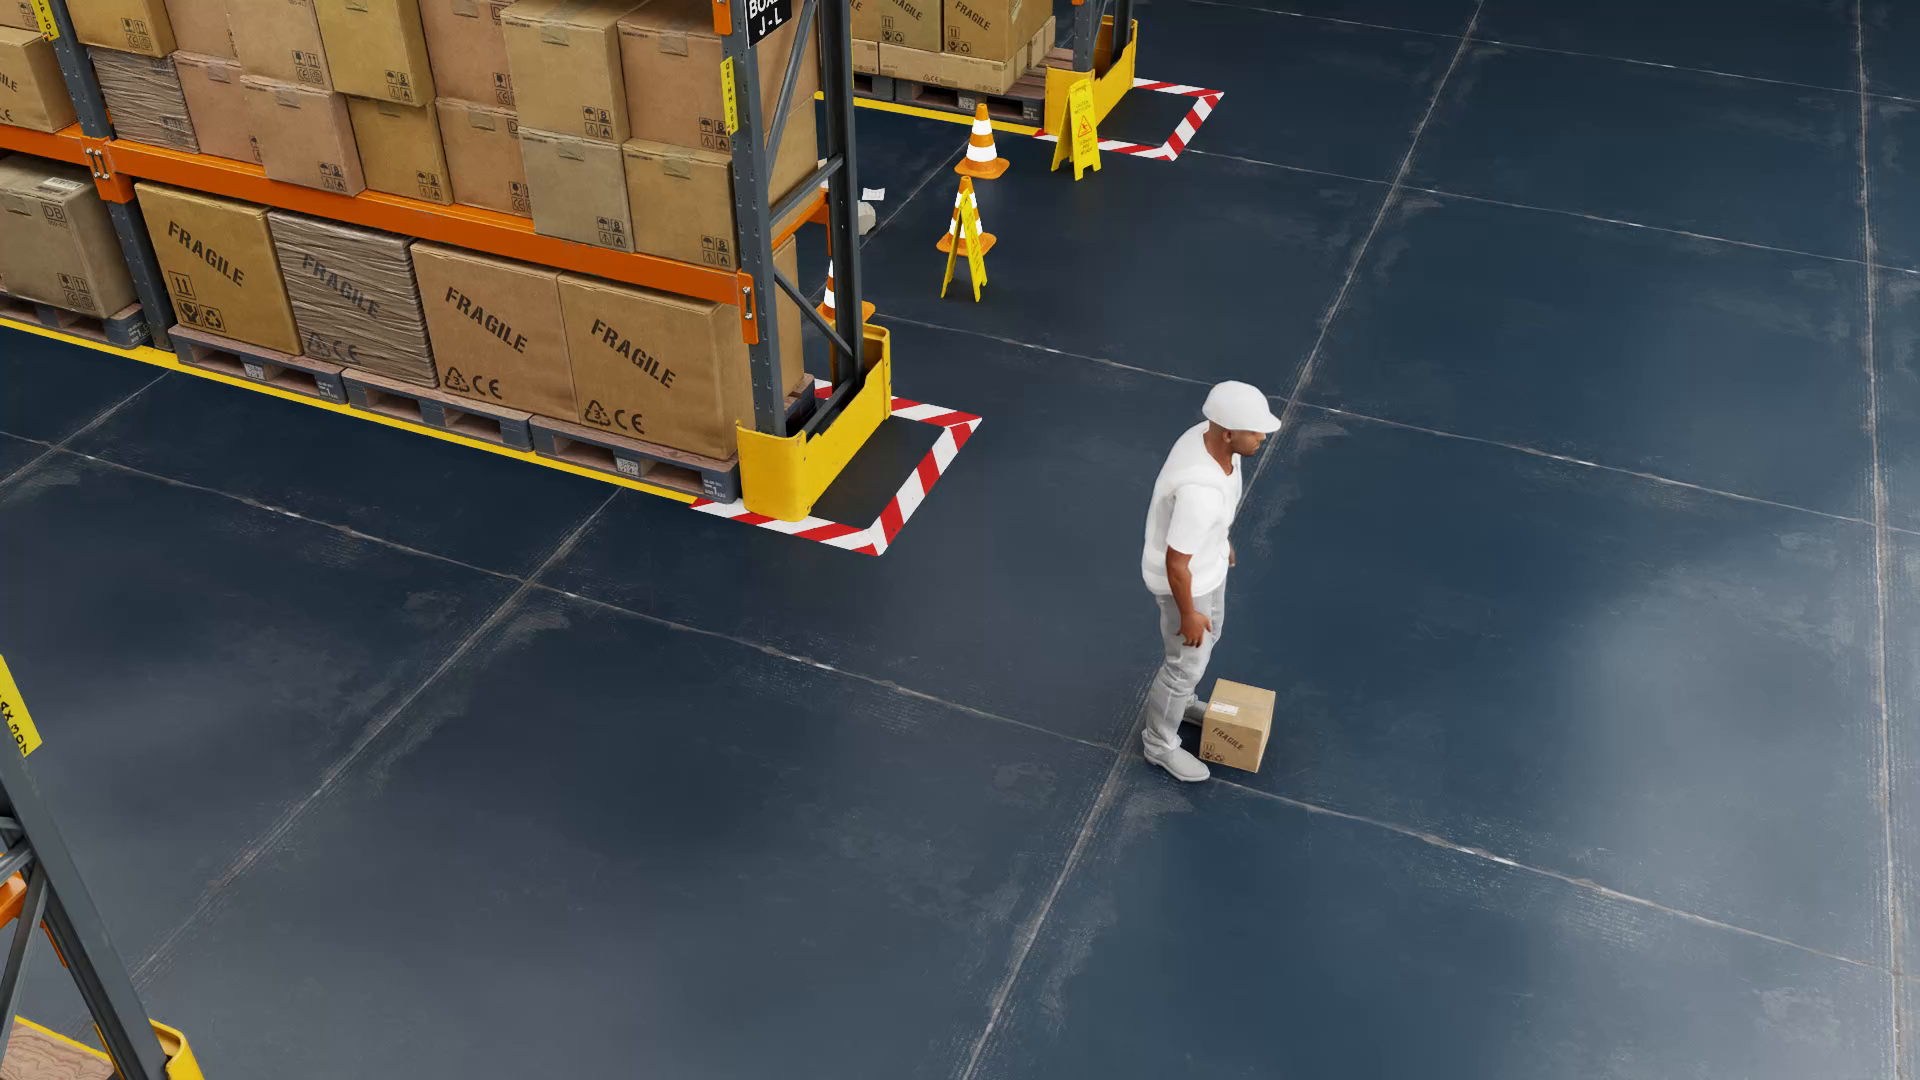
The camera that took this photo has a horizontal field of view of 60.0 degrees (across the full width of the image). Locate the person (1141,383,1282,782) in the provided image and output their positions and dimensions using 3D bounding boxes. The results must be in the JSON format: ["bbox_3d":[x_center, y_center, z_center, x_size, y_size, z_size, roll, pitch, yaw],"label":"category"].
[{"bbox_3d":[0.963,0.138,6.624,0.460,1.760,0.631,14,39,17],"label":"person"}]
